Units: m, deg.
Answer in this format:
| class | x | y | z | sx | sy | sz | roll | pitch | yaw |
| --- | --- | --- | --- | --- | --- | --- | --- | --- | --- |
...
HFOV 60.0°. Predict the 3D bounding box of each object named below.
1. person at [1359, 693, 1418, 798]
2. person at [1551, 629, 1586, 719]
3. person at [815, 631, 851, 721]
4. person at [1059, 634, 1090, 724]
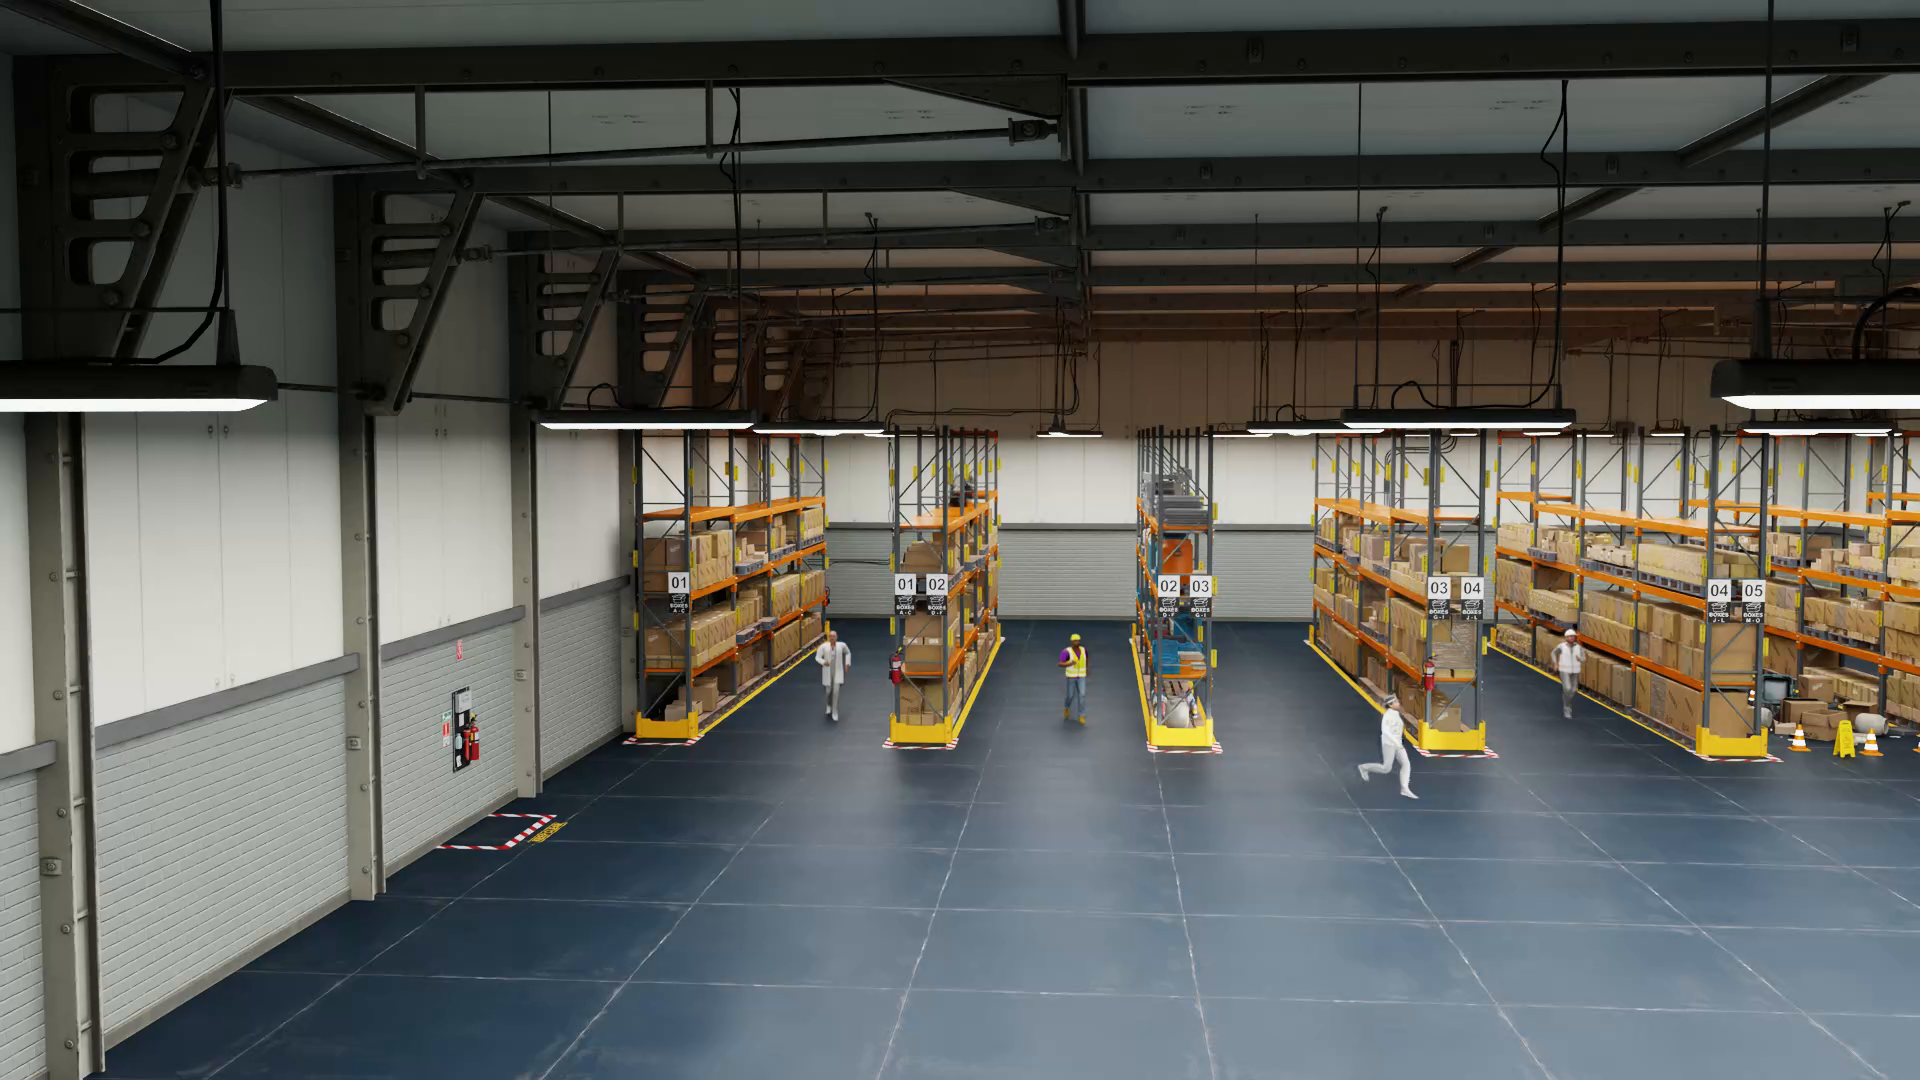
| class | x | y | z | sx | sy | sz | roll | pitch | yaw |
| --- | --- | --- | --- | --- | --- | --- | --- | --- | --- |
| person | 6.928 | 3.305 | 26.800 | 0.928 | 1.682 | 0.601 | 2 | 4 | 35 |
| person | 12.634 | 2.764 | 34.486 | 0.631 | 1.834 | 0.778 | 0 | 3 | 0 |
| person | -2.616 | 2.766 | 34.291 | 0.730 | 1.804 | 0.949 | 0 | 3 | -3 |
| person | 2.327 | 2.782 | 33.723 | 0.730 | 1.770 | 0.939 | -1 | 4 | -15 |
